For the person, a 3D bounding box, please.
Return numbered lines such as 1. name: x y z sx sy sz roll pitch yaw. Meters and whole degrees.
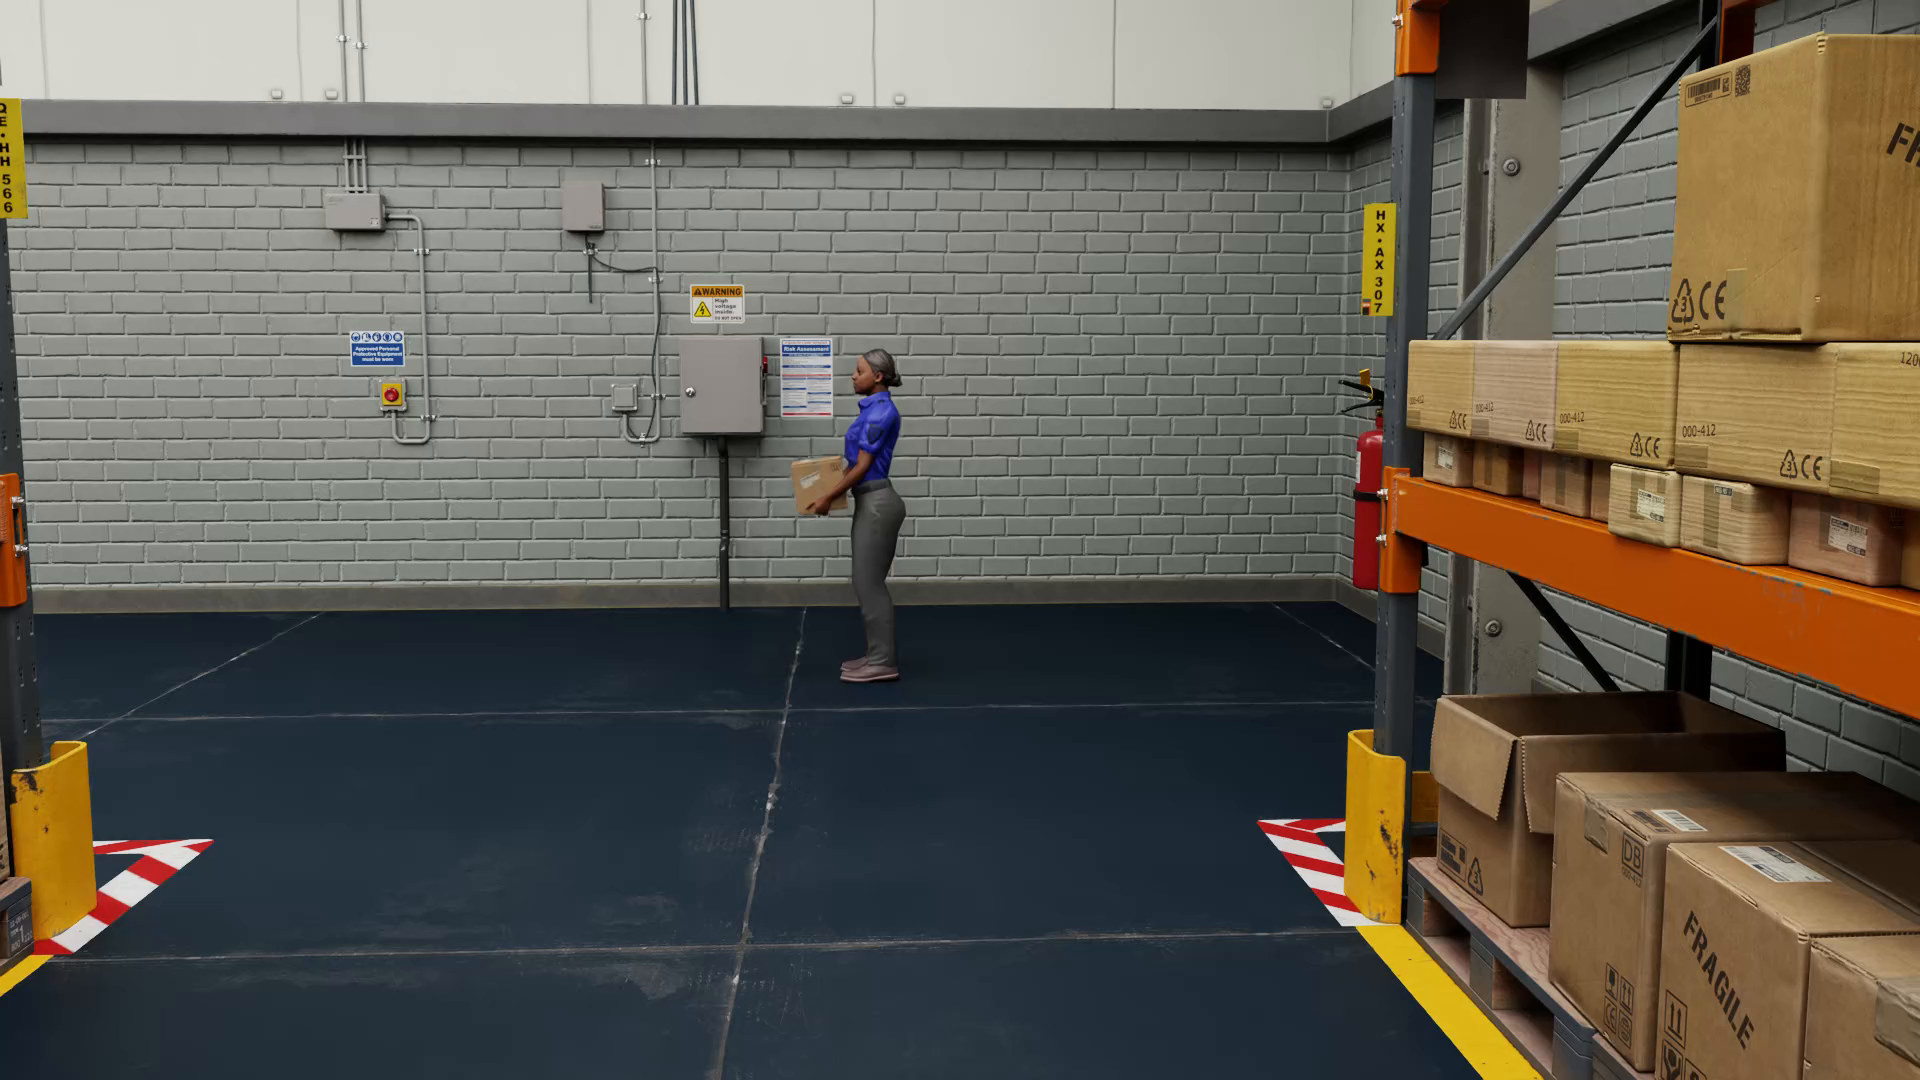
1. person: -0.523 -0.125 8.333 0.499 1.656 0.441 -1 7 -4
